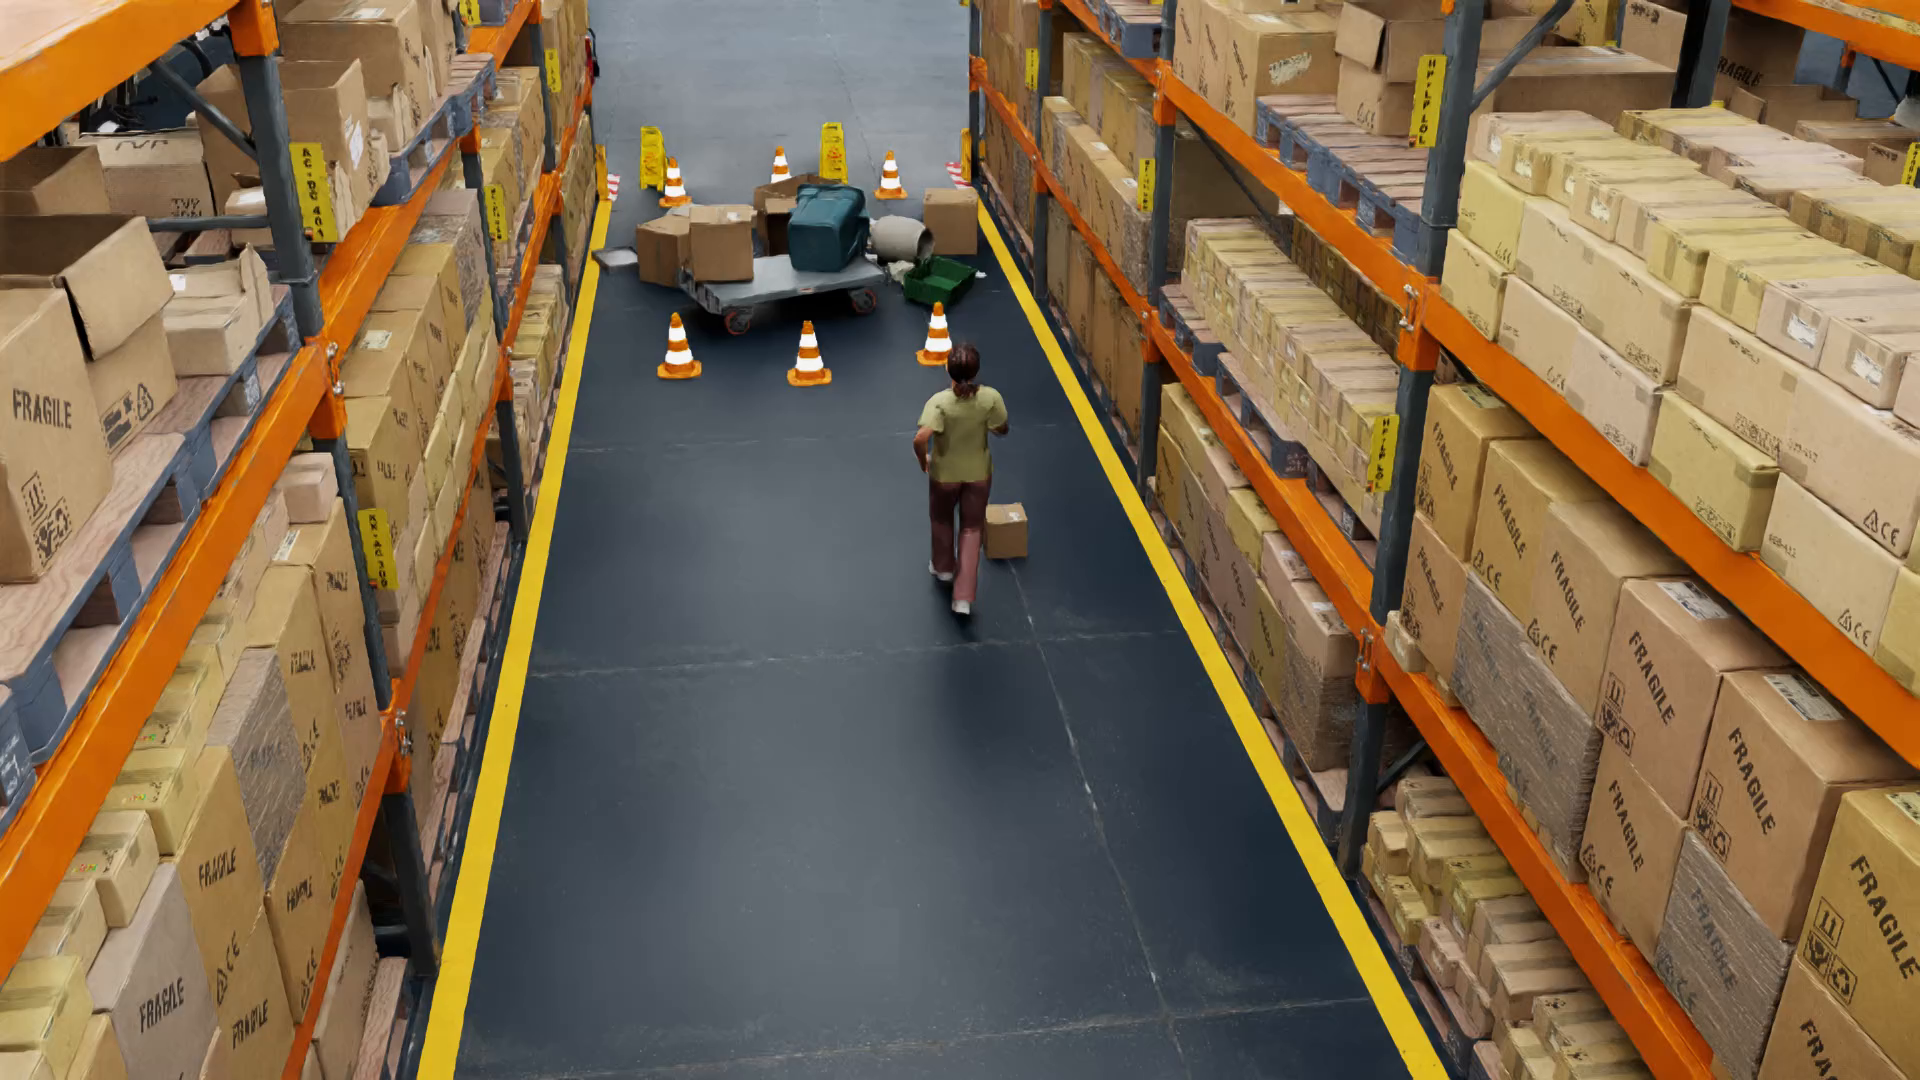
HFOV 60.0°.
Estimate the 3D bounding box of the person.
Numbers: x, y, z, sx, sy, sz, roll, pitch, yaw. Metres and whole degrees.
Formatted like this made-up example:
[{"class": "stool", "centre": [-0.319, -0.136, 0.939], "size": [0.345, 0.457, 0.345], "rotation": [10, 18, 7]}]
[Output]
[{"class": "person", "centre": [-0.004, -0.407, 9.430], "size": [0.542, 1.646, 0.800], "rotation": [-1, 27, -3]}]
